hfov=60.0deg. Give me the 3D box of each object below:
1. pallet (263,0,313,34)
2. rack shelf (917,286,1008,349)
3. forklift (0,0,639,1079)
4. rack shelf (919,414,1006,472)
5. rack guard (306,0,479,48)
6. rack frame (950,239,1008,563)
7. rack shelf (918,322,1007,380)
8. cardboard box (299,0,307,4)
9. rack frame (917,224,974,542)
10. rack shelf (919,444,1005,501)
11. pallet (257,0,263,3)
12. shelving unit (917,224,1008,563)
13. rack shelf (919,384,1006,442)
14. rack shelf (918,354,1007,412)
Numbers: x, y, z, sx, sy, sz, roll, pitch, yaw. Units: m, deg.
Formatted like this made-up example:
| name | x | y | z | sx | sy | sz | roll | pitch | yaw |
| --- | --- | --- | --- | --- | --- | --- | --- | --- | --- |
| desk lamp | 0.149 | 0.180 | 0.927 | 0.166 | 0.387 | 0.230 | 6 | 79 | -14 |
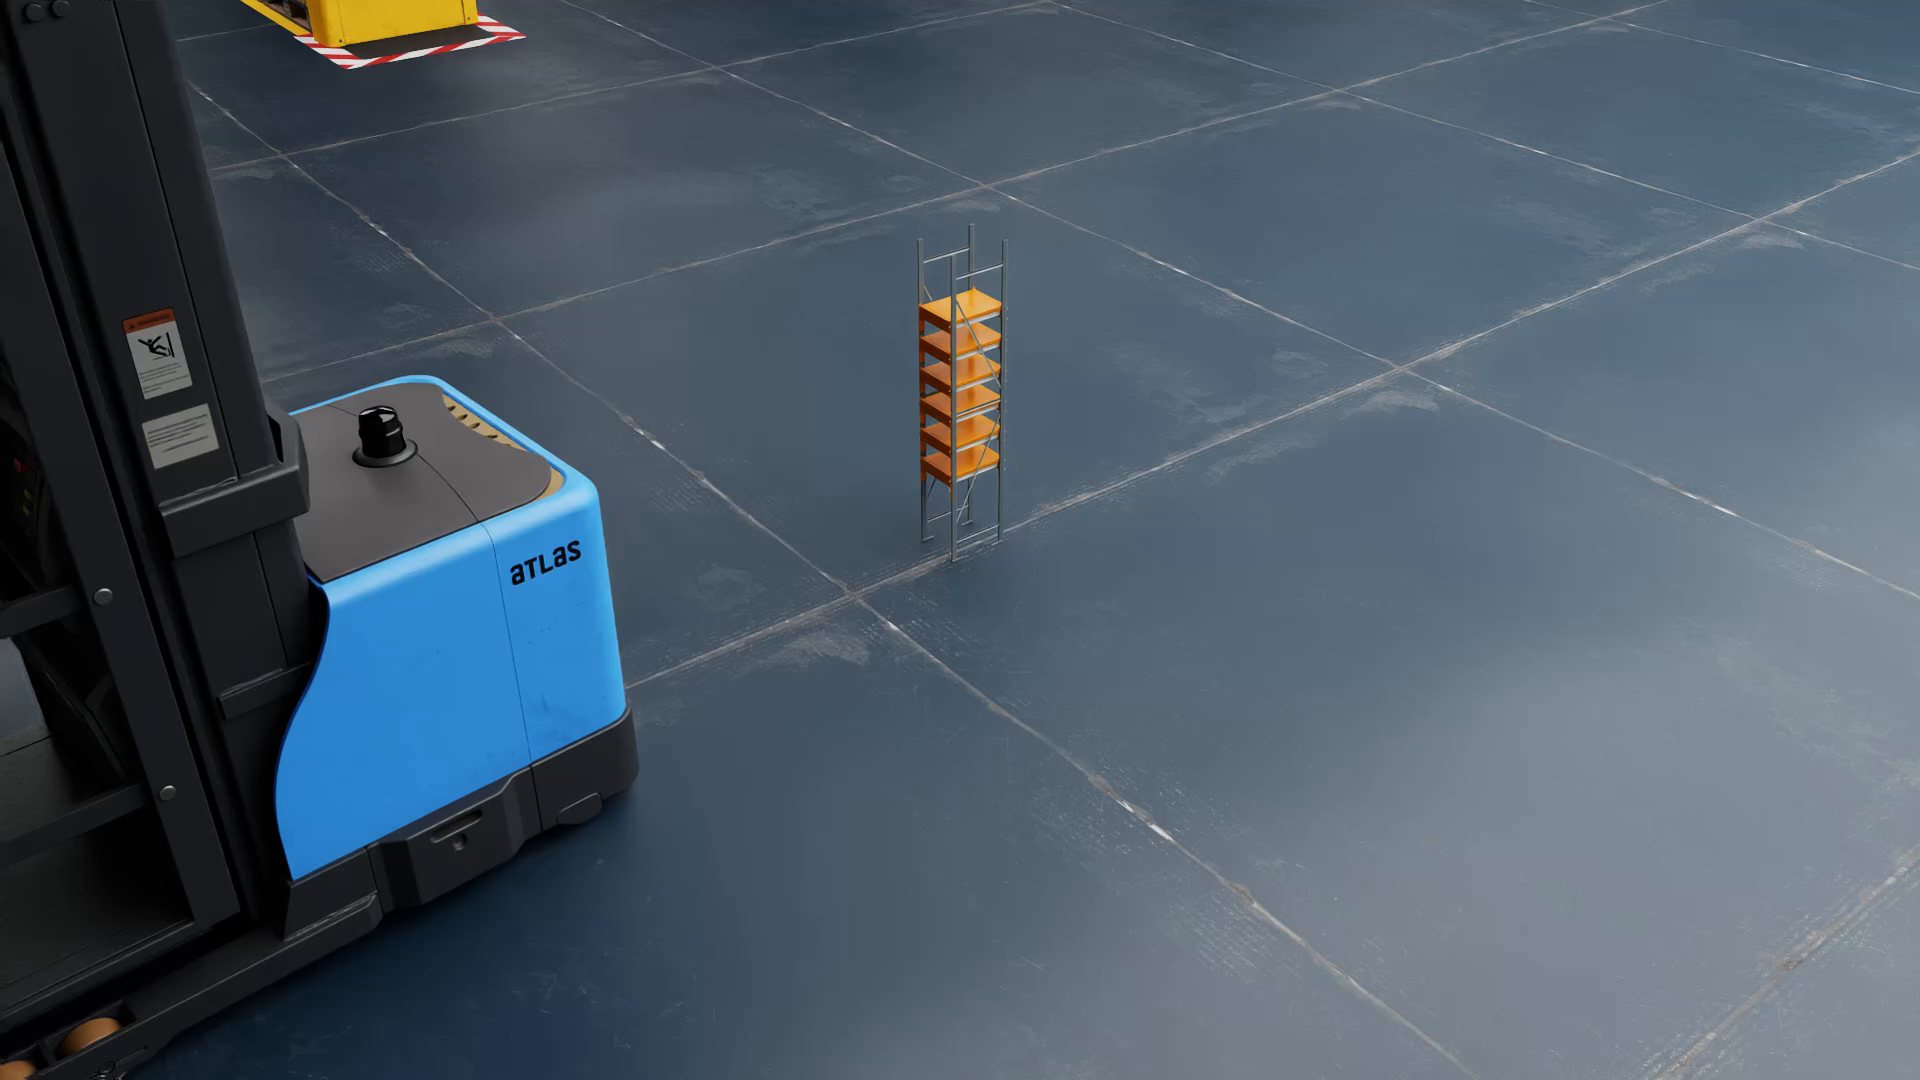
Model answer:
| name | x | y | z | sx | sy | sz | roll | pitch | yaw |
| --- | --- | --- | --- | --- | --- | --- | --- | --- | --- |
| pallet | -4.690 | -4.190 | 12.795 | 1.003 | 0.211 | 1.213 | -22 | 38 | -31 |
| rack shelf | 0.009 | -0.772 | 5.757 | 0.258 | 0.103 | 0.180 | -22 | 38 | -31 |
| forklift | -2.387 | -0.143 | 3.702 | 3.031 | 2.935 | 1.130 | -26 | 40 | -35 |
| rack shelf | 0.009 | -0.364 | 6.010 | 0.258 | 0.103 | 0.180 | -22 | 38 | -31 |
| rack guard | -4.173 | -3.997 | 12.212 | 1.175 | 0.500 | 0.348 | -22 | 38 | -31 |
| rack frame | 0.065 | -0.466 | 5.862 | 0.240 | 1.200 | 0.006 | -22 | 38 | -31 |
| rack shelf | 0.009 | -0.670 | 5.821 | 0.258 | 0.103 | 0.180 | -22 | 38 | -31 |
| cardboard box | -4.750 | -4.207 | 12.389 | 0.500 | 0.250 | 0.500 | -22 | 38 | -31 |
| rack frame | -0.047 | -0.542 | 5.985 | 0.240 | 1.200 | 0.006 | -22 | 38 | -31 |
| rack shelf | 0.009 | -0.262 | 6.074 | 0.258 | 0.103 | 0.180 | -22 | 38 | -31 |
| pallet | -5.434 | -4.698 | 13.613 | 1.003 | 0.211 | 1.213 | -22 | 38 | -31 |
| shelving unit | 0.009 | -0.504 | 5.924 | 0.258 | 1.200 | 0.189 | -22 | 38 | -31 |
| rack shelf | 0.009 | -0.466 | 5.947 | 0.258 | 0.103 | 0.180 | -22 | 38 | -31 |
| rack shelf | 0.009 | -0.568 | 5.884 | 0.258 | 0.103 | 0.180 | -22 | 38 | -31 |
